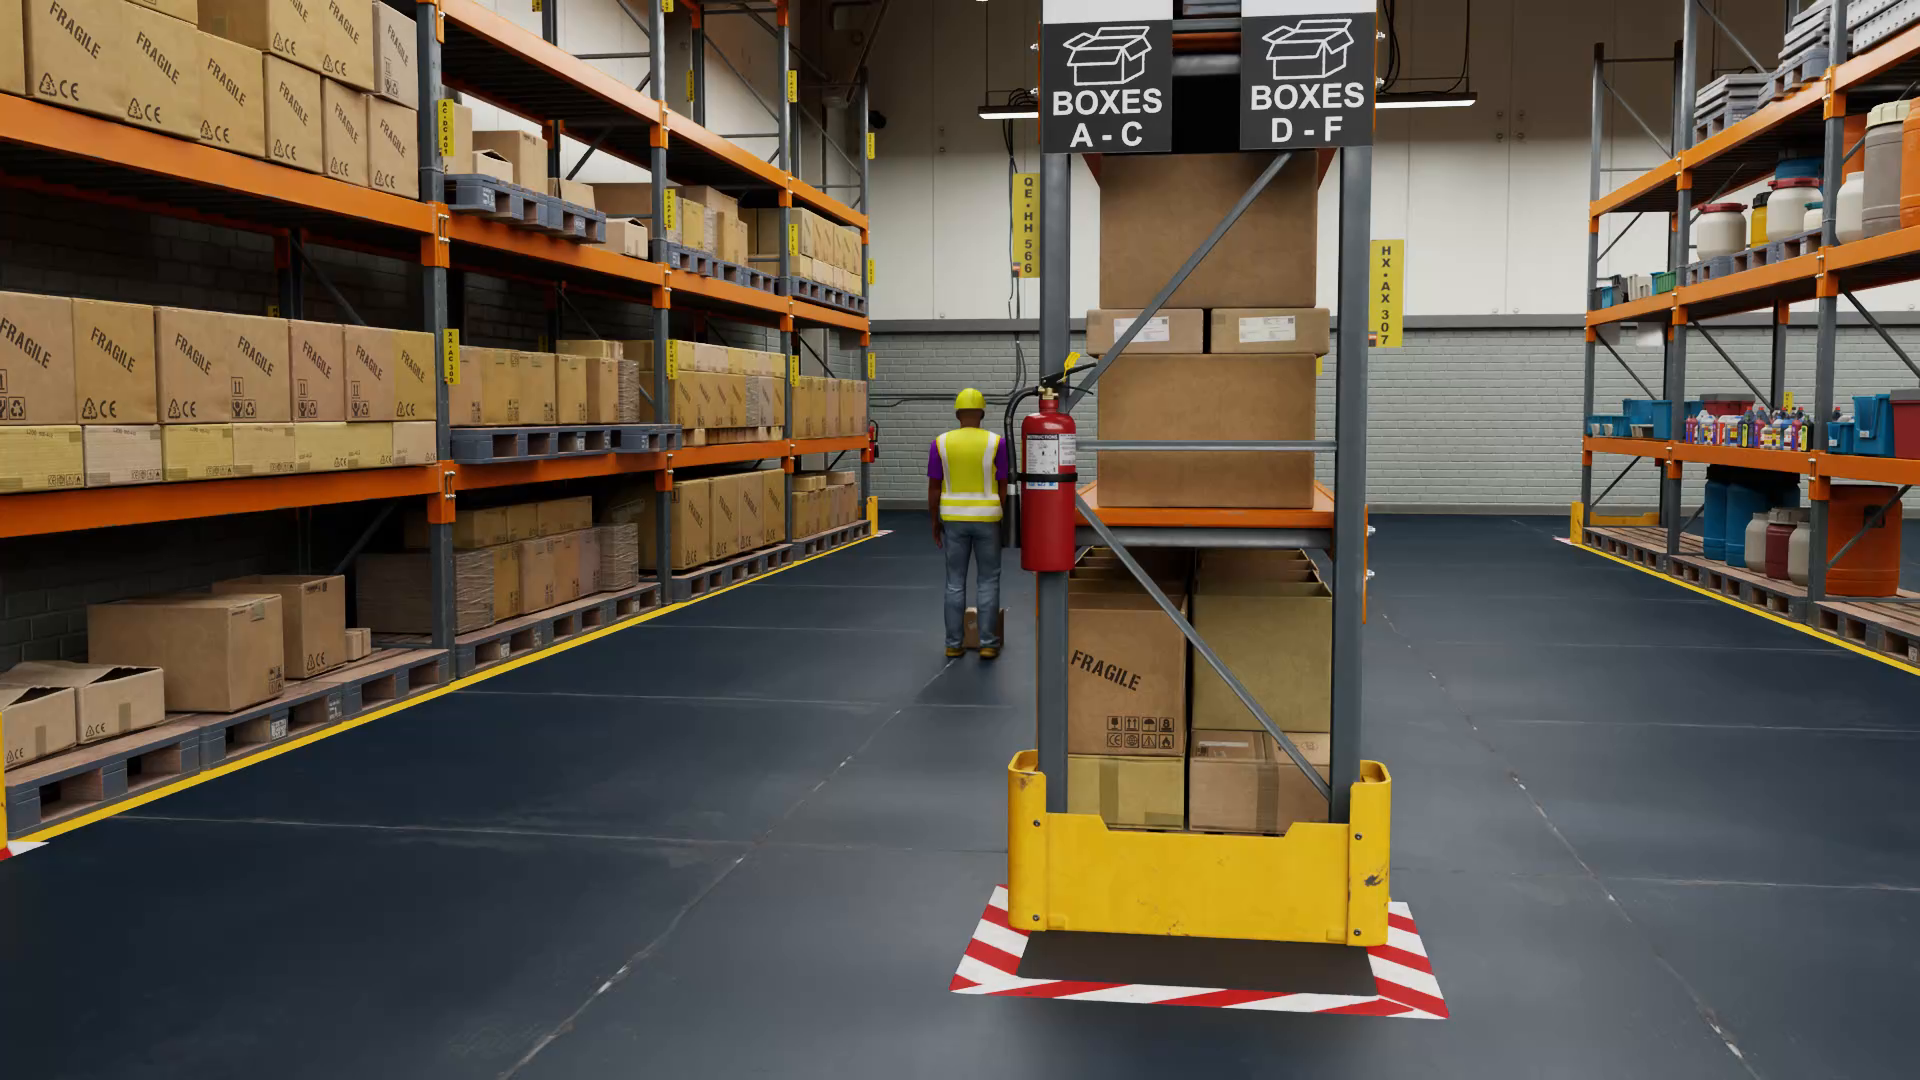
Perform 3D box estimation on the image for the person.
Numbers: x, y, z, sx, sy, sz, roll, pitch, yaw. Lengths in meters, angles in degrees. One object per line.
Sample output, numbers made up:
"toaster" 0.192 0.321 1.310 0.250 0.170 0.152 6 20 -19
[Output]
"person" 0.070 -0.094 10.952 0.566 1.807 0.357 1 5 10
